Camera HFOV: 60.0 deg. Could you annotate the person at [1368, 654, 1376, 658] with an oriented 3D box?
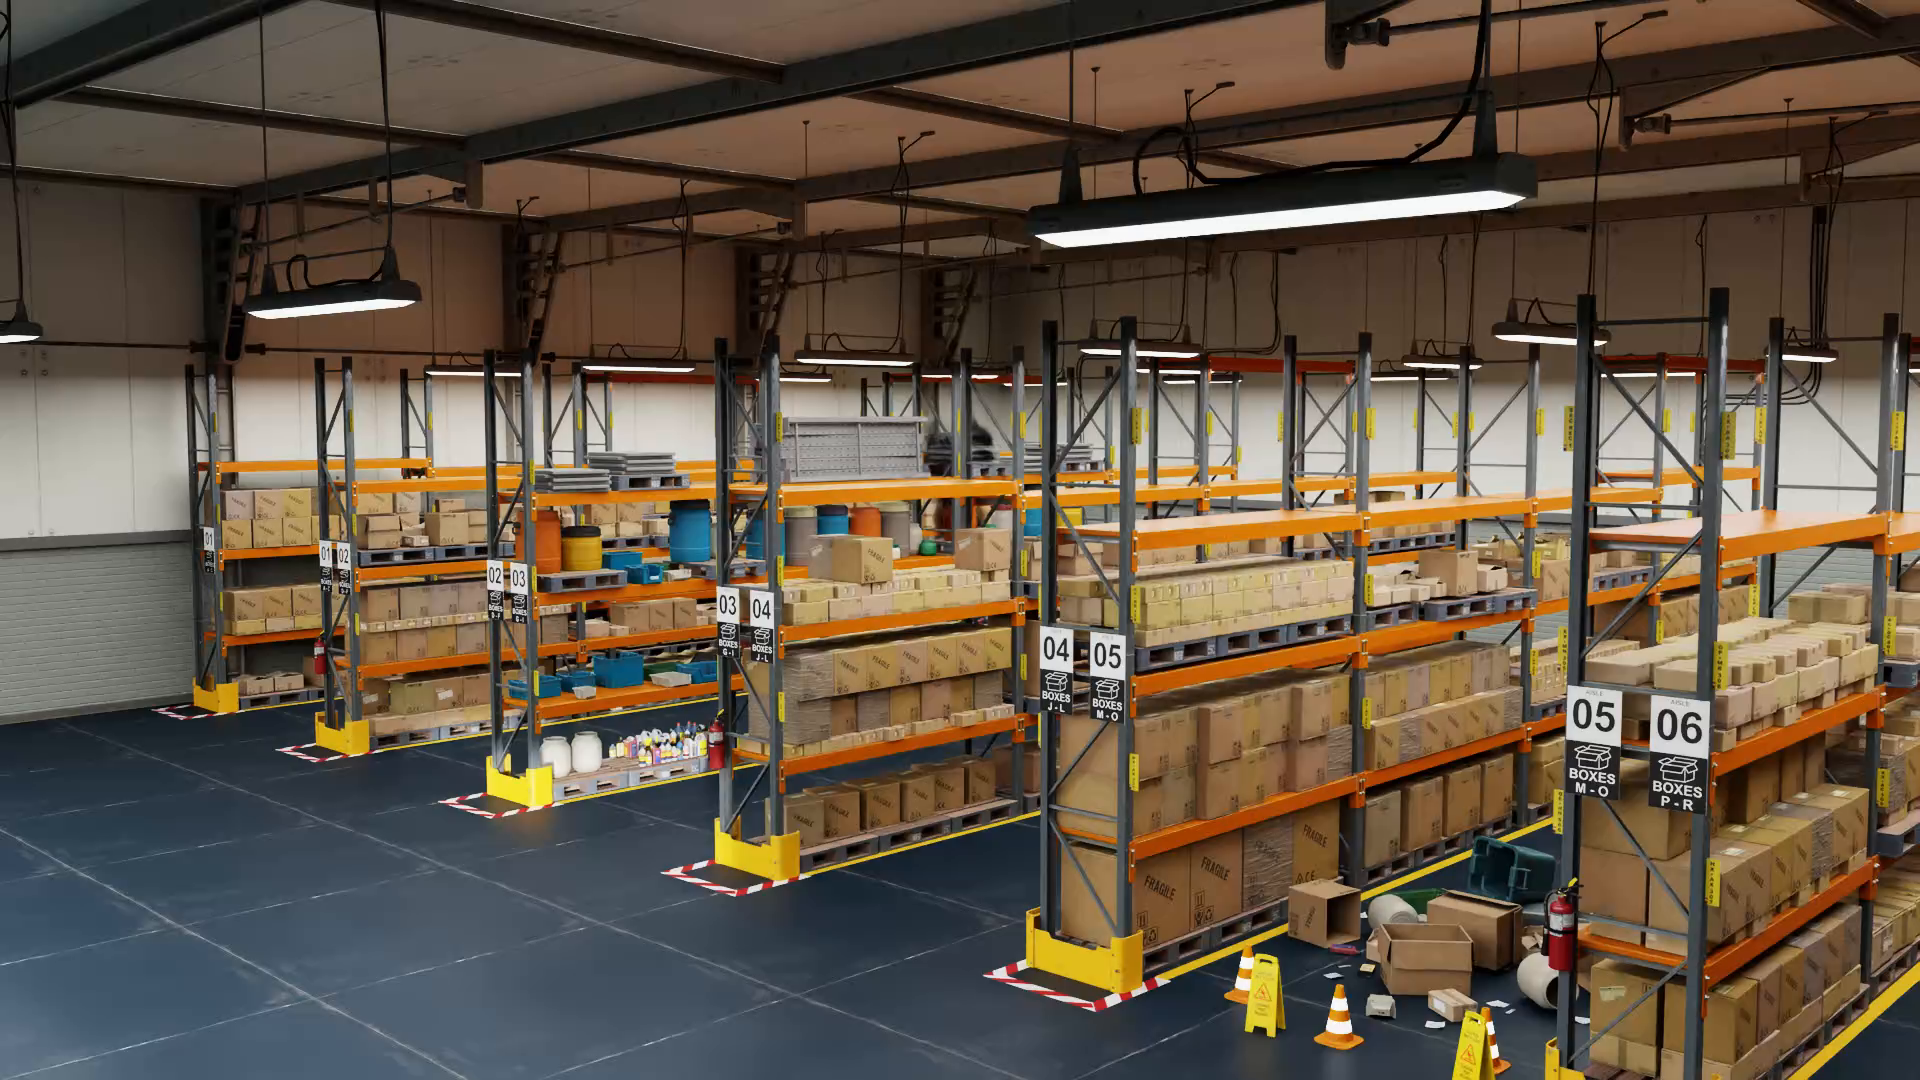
[{"bbox_3d":[6.043,2.483,24.537,0.582,1.629,0.561,3,5,36],"label":"person"}]
